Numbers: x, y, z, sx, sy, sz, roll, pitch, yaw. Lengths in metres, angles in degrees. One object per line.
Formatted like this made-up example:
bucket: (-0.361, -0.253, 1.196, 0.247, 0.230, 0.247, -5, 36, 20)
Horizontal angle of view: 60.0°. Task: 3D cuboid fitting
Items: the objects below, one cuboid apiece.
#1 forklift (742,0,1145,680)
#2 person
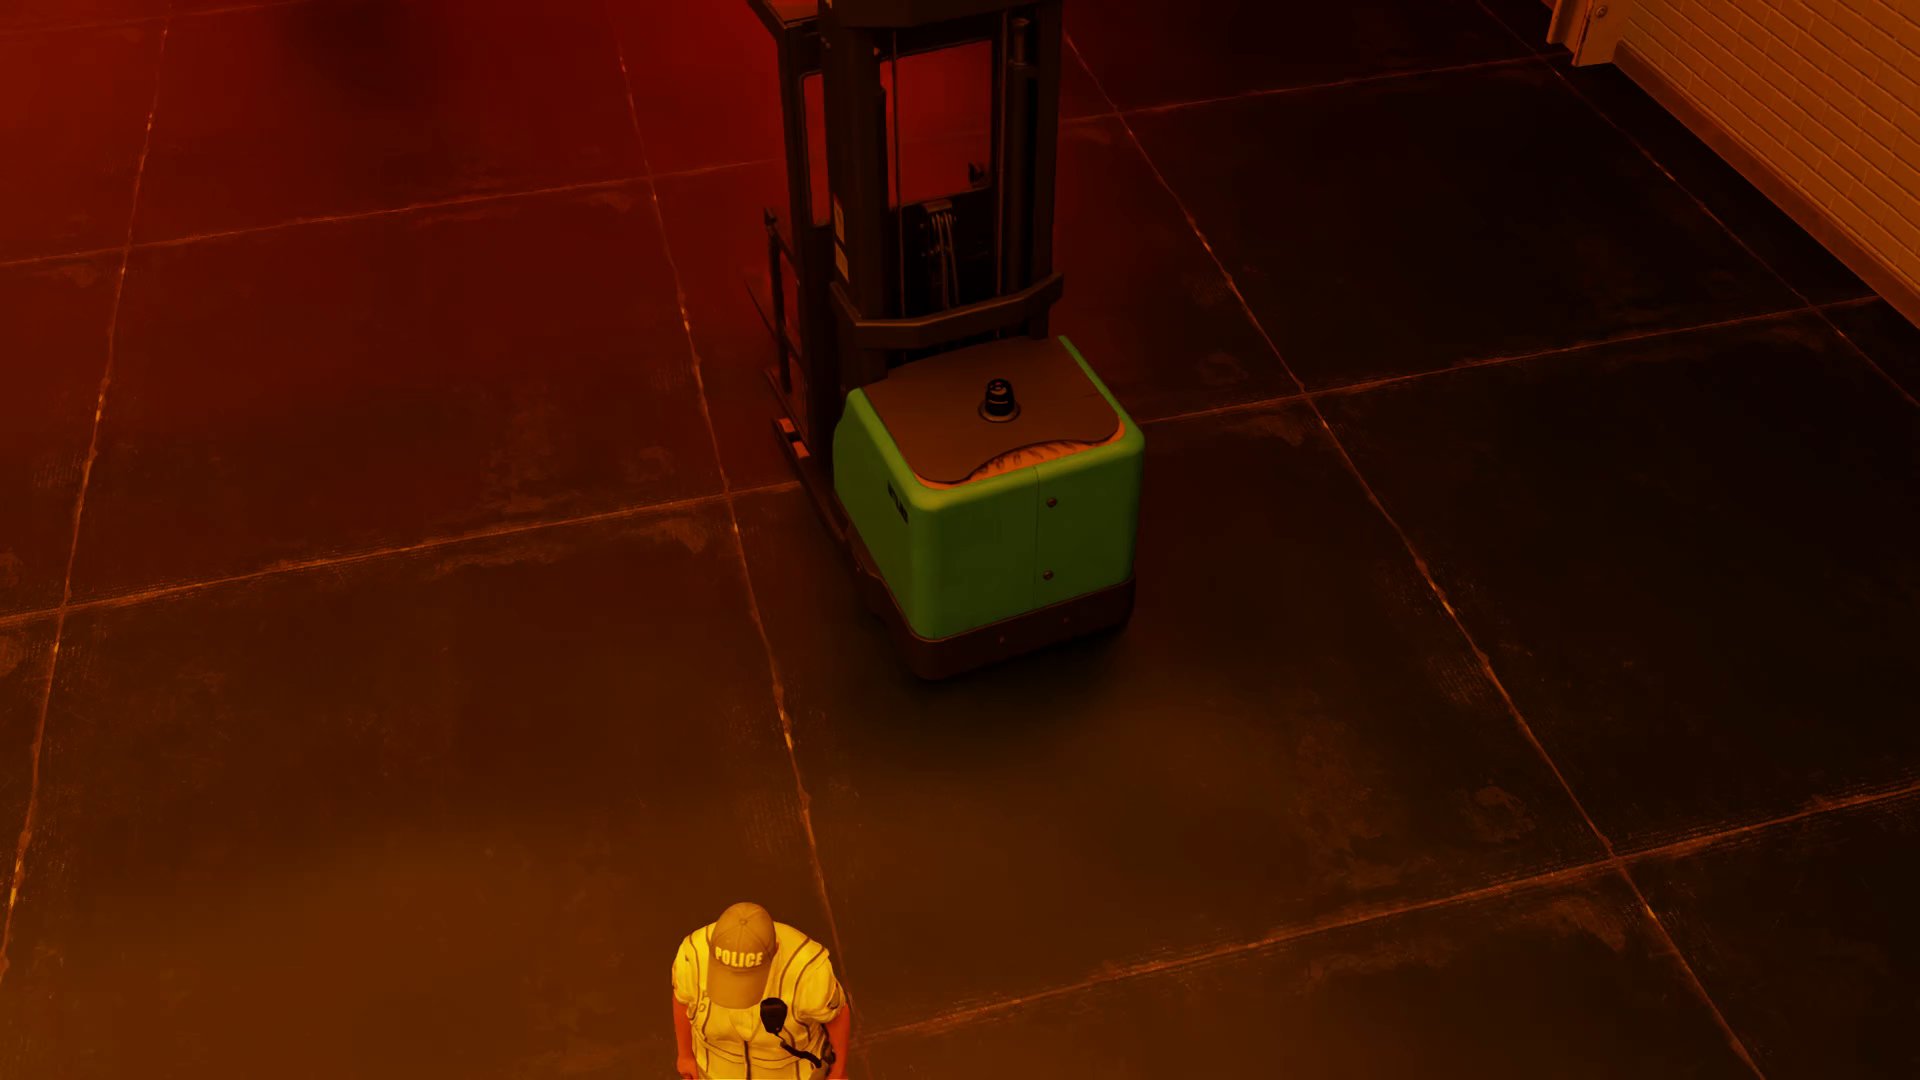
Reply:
forklift: (-0.278, -1.493, 7.225, 1.130, 2.935, 3.031, -16, 46, -17)
person: (-0.601, 1.554, 4.925, 0.556, 1.665, 0.456, 6, 44, 7)
